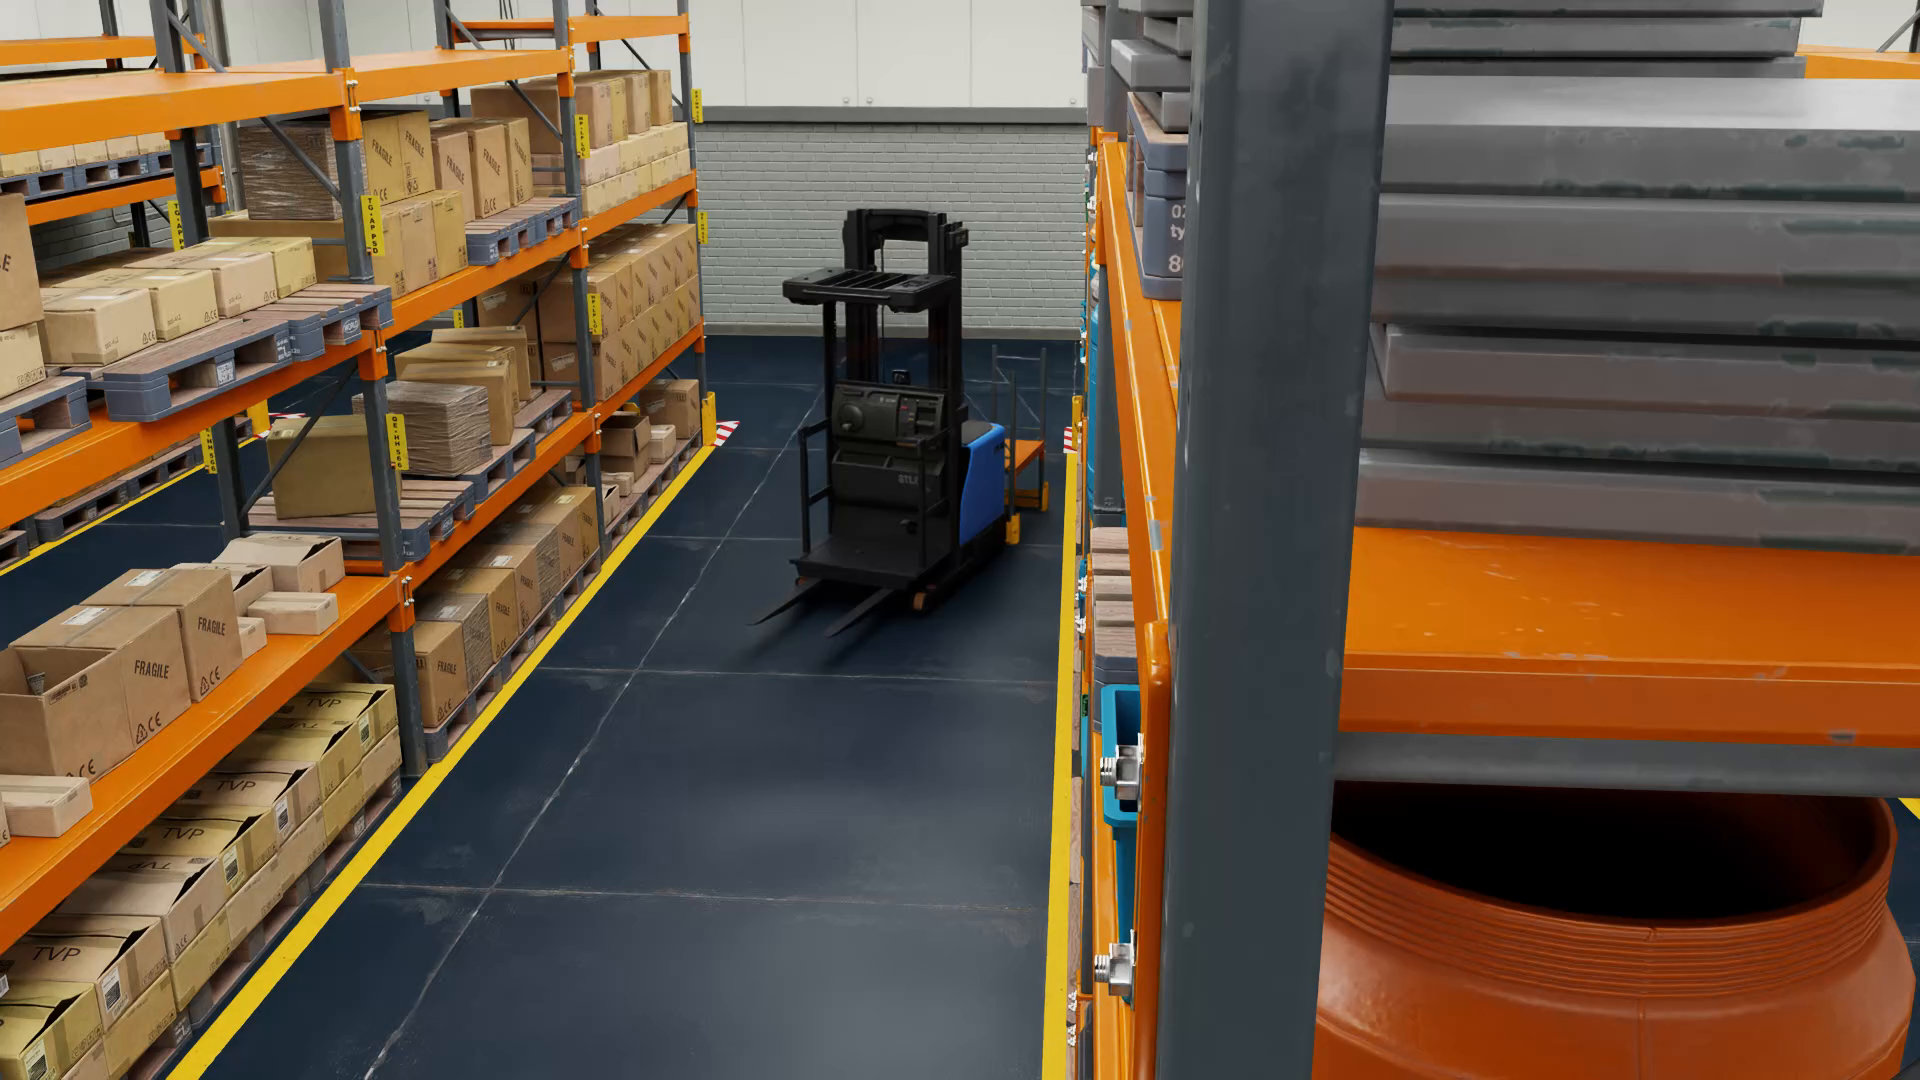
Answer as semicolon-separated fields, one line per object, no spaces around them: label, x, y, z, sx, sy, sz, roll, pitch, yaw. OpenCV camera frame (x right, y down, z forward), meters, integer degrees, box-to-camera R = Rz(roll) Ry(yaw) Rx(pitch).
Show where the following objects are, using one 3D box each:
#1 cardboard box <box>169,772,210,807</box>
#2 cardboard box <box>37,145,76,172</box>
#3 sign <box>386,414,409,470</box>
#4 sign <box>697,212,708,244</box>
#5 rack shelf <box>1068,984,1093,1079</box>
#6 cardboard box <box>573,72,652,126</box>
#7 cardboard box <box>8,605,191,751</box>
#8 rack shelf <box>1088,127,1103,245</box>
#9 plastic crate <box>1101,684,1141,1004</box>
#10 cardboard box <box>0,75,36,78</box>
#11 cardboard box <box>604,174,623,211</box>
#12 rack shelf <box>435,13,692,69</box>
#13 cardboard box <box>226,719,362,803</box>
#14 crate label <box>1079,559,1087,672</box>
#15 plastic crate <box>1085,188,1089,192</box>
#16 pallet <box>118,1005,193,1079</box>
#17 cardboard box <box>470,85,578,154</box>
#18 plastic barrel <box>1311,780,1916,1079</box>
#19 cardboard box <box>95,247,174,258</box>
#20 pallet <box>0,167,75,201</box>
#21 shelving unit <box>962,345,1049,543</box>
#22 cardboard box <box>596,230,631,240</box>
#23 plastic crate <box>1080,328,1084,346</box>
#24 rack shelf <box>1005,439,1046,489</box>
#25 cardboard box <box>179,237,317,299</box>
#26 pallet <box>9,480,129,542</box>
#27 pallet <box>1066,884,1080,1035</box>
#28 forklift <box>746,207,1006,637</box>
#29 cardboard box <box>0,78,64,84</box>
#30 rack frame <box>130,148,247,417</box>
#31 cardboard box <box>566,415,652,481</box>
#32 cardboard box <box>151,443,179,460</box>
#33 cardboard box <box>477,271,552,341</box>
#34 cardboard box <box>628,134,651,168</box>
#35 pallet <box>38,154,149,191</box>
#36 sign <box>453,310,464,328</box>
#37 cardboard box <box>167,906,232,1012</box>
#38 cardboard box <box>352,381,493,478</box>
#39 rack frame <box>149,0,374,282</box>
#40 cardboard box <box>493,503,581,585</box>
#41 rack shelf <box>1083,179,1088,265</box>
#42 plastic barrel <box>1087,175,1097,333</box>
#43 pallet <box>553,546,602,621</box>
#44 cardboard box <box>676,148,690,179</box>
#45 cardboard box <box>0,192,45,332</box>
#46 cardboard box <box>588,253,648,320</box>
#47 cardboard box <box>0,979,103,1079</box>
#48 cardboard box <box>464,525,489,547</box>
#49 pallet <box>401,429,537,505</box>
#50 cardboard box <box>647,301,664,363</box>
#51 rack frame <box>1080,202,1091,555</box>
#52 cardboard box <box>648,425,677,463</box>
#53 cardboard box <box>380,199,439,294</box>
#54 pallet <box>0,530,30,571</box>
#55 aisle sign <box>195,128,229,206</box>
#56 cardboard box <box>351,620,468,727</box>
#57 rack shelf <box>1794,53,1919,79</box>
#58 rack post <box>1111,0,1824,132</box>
cardboard box;-4.146;1.302;8.472;0.500;0.311;0.500;1;18;2
cardboard box;-8.038;-3.336;14.374;0.500;0.250;0.500;1;18;3
sign;-3.193;-0.555;9.440;0.100;0.325;0.005;1;18;4
sign;-2.622;-3.182;16.951;0.100;0.325;0.005;1;18;4
rack shelf;0.763;2.301;3.739;1.077;0.370;4.000;1;18;4
cardboard box;-3.314;-4.135;15.643;0.700;0.500;0.500;1;18;4
cardboard box;-3.889;0.621;7.549;0.500;0.500;0.500;1;18;4
rack shelf;1.050;-1.602;6.658;1.077;0.370;4.000;1;18;4
plastic crate;0.456;0.564;3.094;0.392;0.384;0.575;1;18;4
cardboard box;-8.532;-3.871;14.803;0.500;0.500;0.500;1;18;2
cardboard box;-3.139;-2.913;13.920;0.500;0.250;0.500;1;18;4
rack shelf;-3.317;-4.387;14.520;1.077;0.370;4.000;1;18;4
cardboard box;-3.570;1.154;8.924;0.500;0.311;0.500;1;18;3
crate label;0.852;0.381;8.385;0.502;0.435;0.616;1;18;4
plastic crate;1.191;-2.850;13.910;0.293;0.136;0.466;1;18;4
pallet;-4.020;2.322;6.998;1.003;0.211;1.213;1;18;4
cardboard box;-3.464;-3.358;13.271;0.700;0.500;0.500;1;18;4
plastic barrel;0.528;0.598;1.601;0.600;0.830;0.708;1;18;4
cardboard box;-8.142;-2.594;17.041;0.980;0.700;0.700;2;18;6
pallet;-8.333;-3.005;14.101;1.003;0.211;1.213;1;18;4
shelving unit;0.380;-0.870;14.668;0.587;1.500;1.083;5;19;16
cardboard box;-3.498;-2.729;16.167;0.500;0.500;0.500;1;18;4
plastic crate;1.266;-1.914;15.775;0.250;0.136;0.298;1;18;4
rack shelf;0.377;-0.696;14.716;0.538;0.185;1.000;5;19;16
cardboard box;-3.724;-1.428;8.712;0.500;0.250;0.500;0;18;0
pallet;-8.269;-0.277;14.930;1.003;0.211;1.213;1;18;4
pallet;1.009;2.038;7.863;1.003;0.211;1.213;1;18;4
forklift;-0.641;-0.979;12.704;1.130;2.935;3.031;7;20;21
cardboard box;-8.040;-3.700;14.283;0.500;0.500;0.500;1;18;3
rack frame;-8.115;-2.610;17.571;1.000;3.000;0.127;1;18;4
cardboard box;-3.331;-0.865;15.547;0.797;0.503;0.637;1;18;4
cardboard box;-8.137;-1.091;16.274;0.700;0.500;0.500;1;18;2
cardboard box;-3.682;-1.944;13.772;0.500;0.500;0.500;1;18;4
cardboard box;-3.061;-3.461;14.790;0.500;0.250;0.500;1;18;4
pallet;-8.243;-3.383;15.255;1.003;0.211;1.213;1;18;4
sign;-4.002;-1.679;13.341;0.100;0.325;0.005;1;18;4
cardboard box;-3.686;1.894;7.567;0.500;0.250;0.500;1;18;2
cardboard box;-3.558;-0.741;11.032;0.700;0.500;0.500;5;19;14
rack frame;-3.747;-2.867;8.721;1.000;3.000;0.127;1;18;4
cardboard box;-3.254;0.033;12.811;0.500;0.500;0.500;1;18;4
rack shelf;1.623;-2.851;14.646;1.077;0.370;4.000;1;18;4
plastic barrel;0.918;-1.318;8.005;0.600;0.901;0.600;0;18;0
pallet;-3.481;0.320;13.107;1.003;0.211;1.213;1;18;4
cardboard box;-2.948;-3.689;16.289;0.500;0.250;0.500;1;18;4
cardboard box;-3.933;-1.052;6.361;0.500;0.500;0.500;3;18;9
cardboard box;-3.072;-2.241;14.678;0.500;0.500;0.500;1;18;2
cardboard box;-3.756;1.944;6.513;0.500;0.311;0.500;1;18;4
cardboard box;-3.809;0.186;12.345;0.500;0.500;0.500;2;18;5
pallet;-3.612;-0.529;11.528;1.003;0.211;1.213;1;18;4
cardboard box;-3.046;-1.930;15.337;0.500;0.500;0.500;1;18;3
rack frame;1.480;-1.147;13.105;1.000;3.000;0.127;1;18;4
cardboard box;-3.065;-0.934;16.166;0.500;0.250;0.500;1;18;4
cardboard box;-3.713;-1.784;10.071;0.910;0.500;0.500;1;18;4
pallet;-8.382;0.199;13.478;1.003;0.211;1.213;1;18;4
aisle sign;-7.811;-3.861;17.214;0.394;0.787;0.004;1;18;4
cardboard box;-3.430;0.828;10.387;0.500;0.500;0.500;2;18;6
rack shelf;6.277;-2.734;10.112;1.077;0.370;4.000;1;18;4
rack post;0.727;-0.837;2.647;0.937;0.300;0.954;1;18;3
